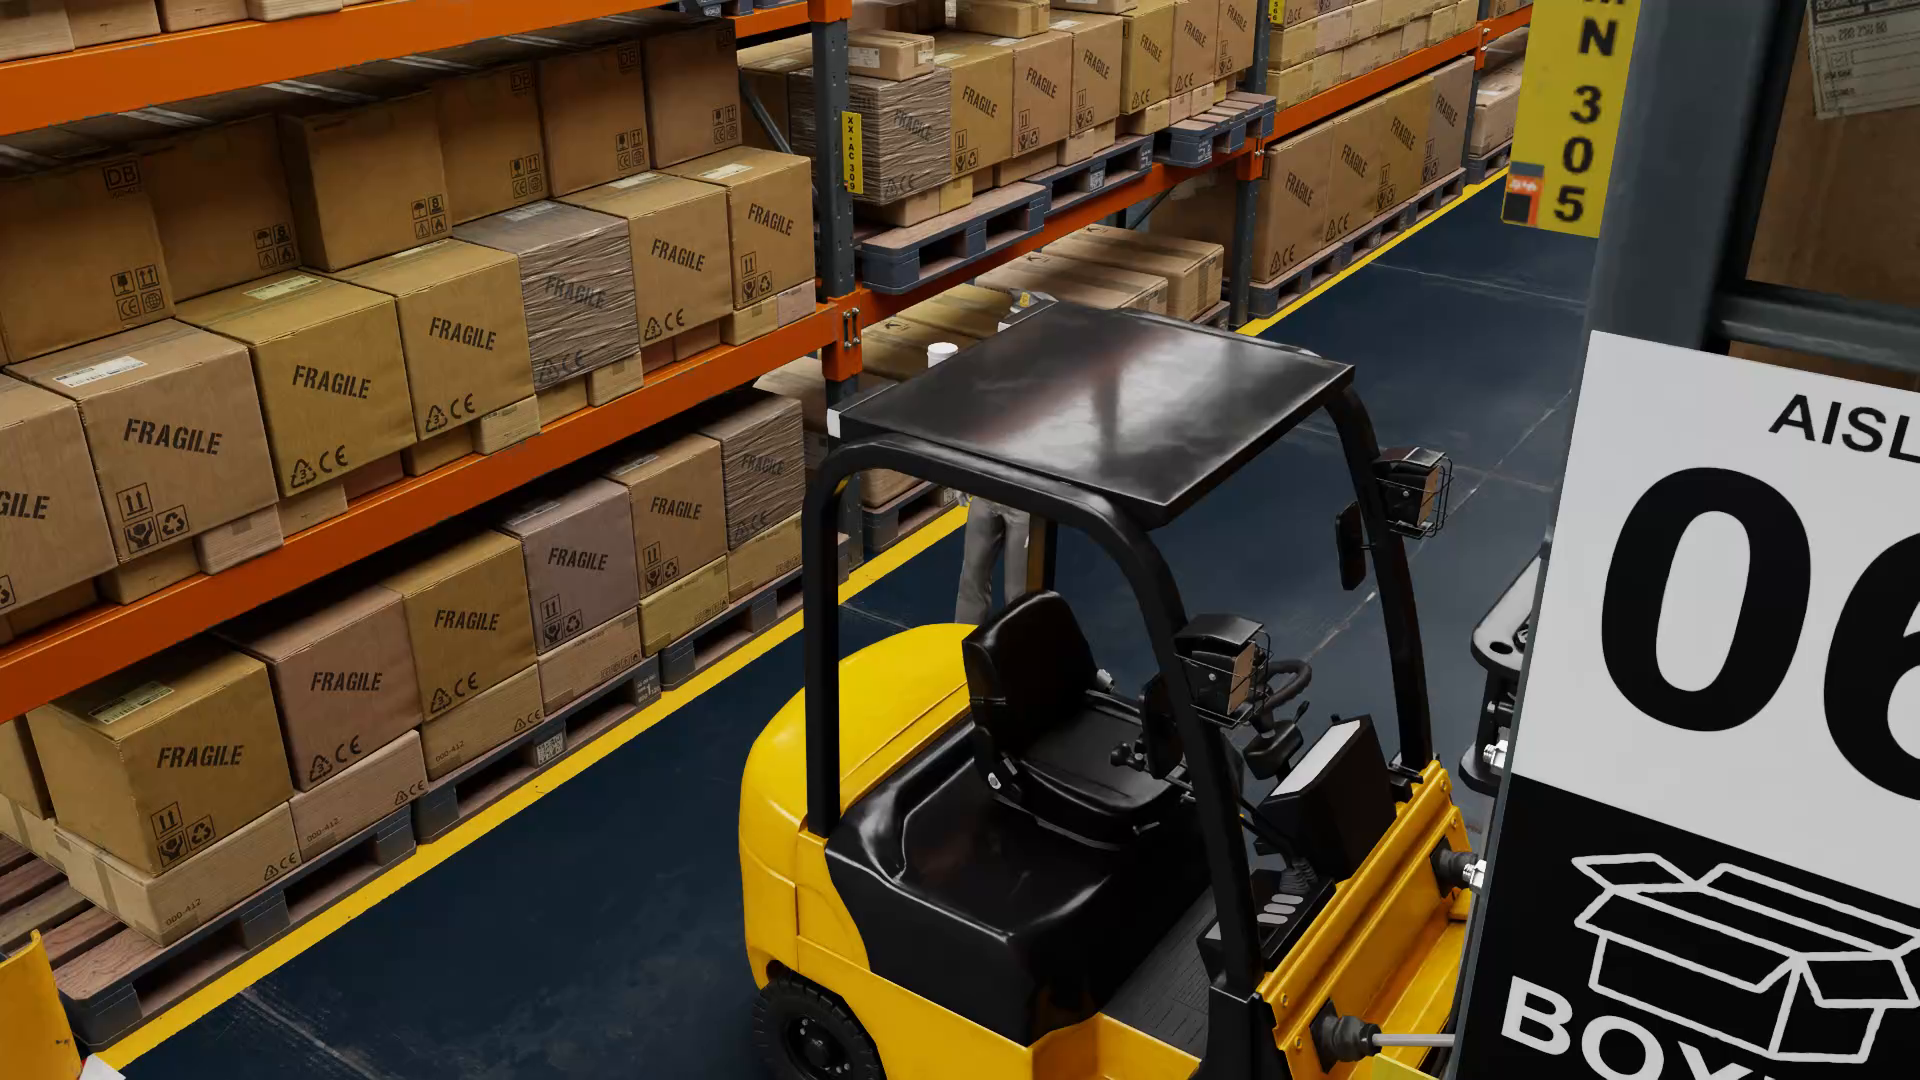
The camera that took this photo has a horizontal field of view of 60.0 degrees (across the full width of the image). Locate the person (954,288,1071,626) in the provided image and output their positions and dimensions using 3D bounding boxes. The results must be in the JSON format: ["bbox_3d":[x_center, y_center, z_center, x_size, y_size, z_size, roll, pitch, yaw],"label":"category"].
[{"bbox_3d":[0.153,-0.149,6.352,0.529,1.694,0.587,-19,32,-32],"label":"person"}]
